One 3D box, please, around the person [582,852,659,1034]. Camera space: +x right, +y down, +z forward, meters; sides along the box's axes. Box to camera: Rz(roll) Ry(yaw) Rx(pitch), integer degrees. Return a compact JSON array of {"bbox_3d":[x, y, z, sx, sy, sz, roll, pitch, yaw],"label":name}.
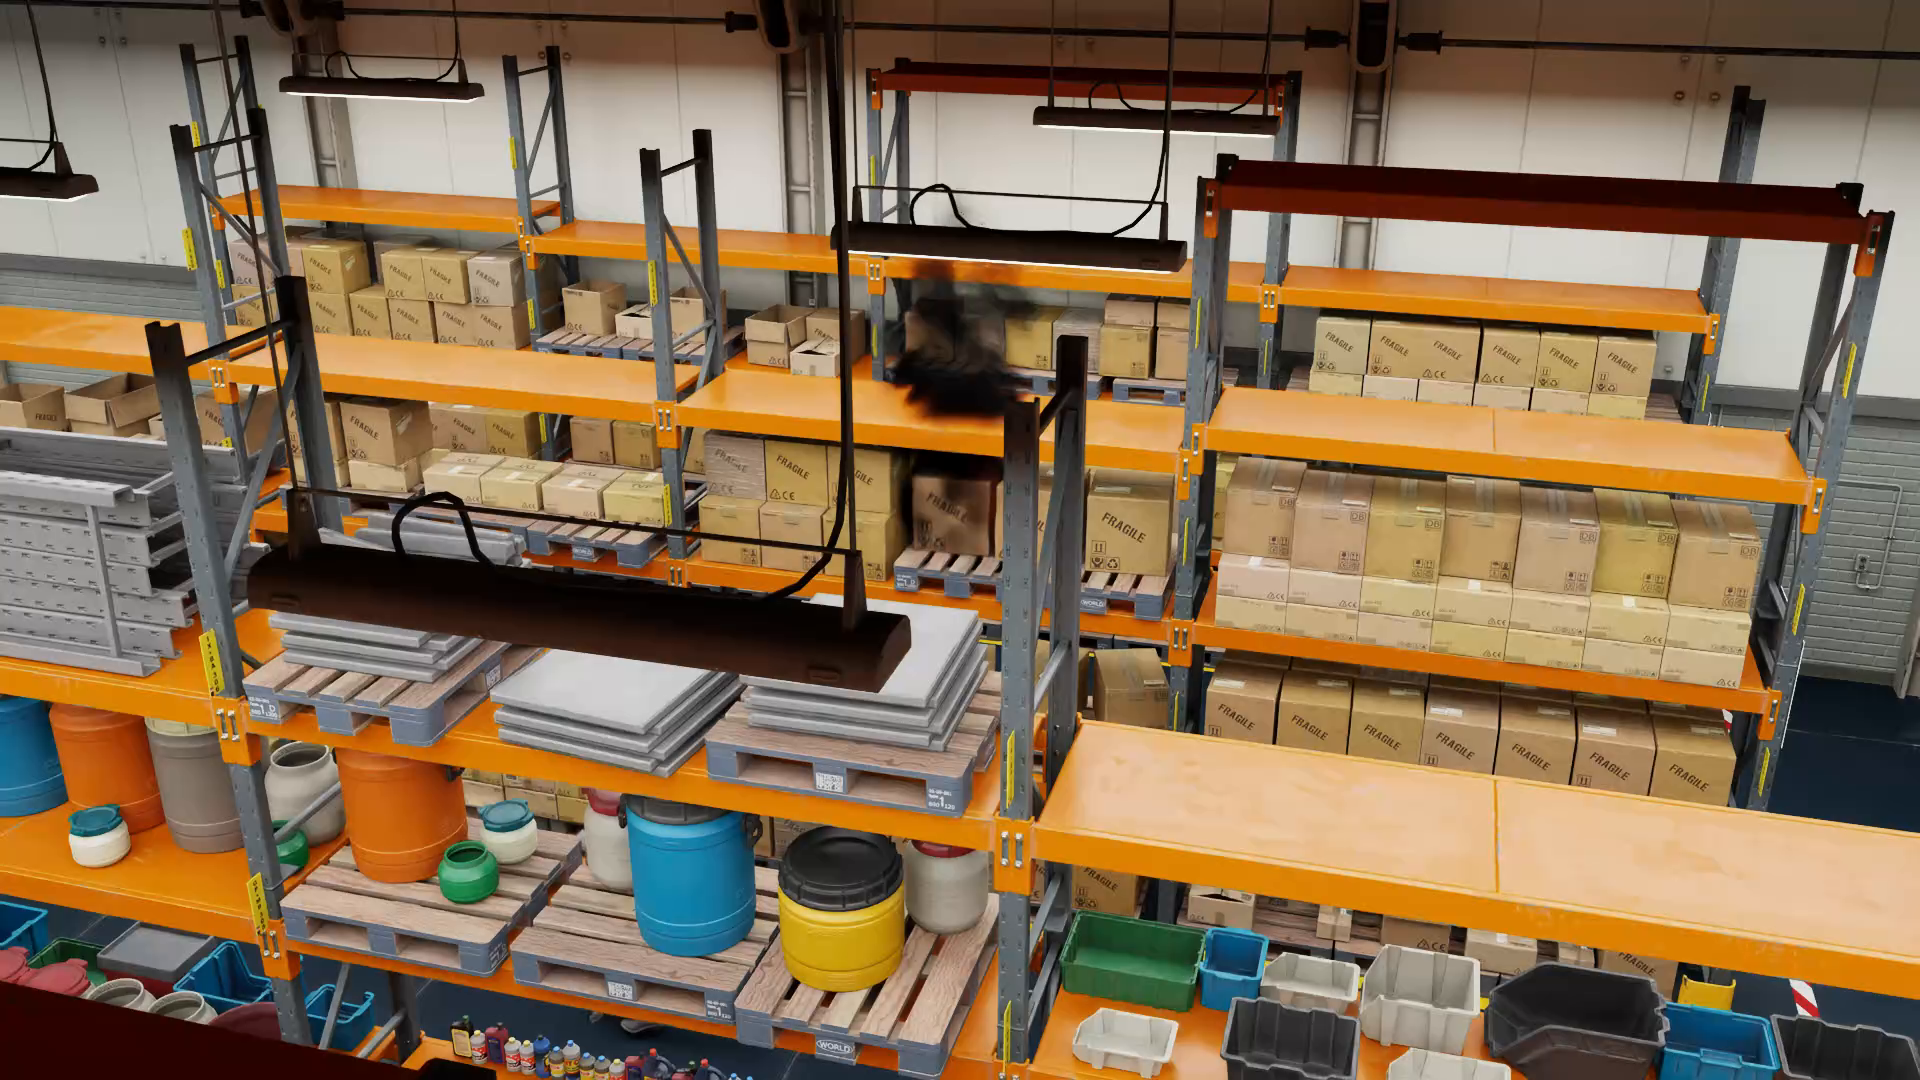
[{"bbox_3d":[-2.565,2.815,11.886,0.796,1.688,0.570,2,23,4],"label":"person"}]
